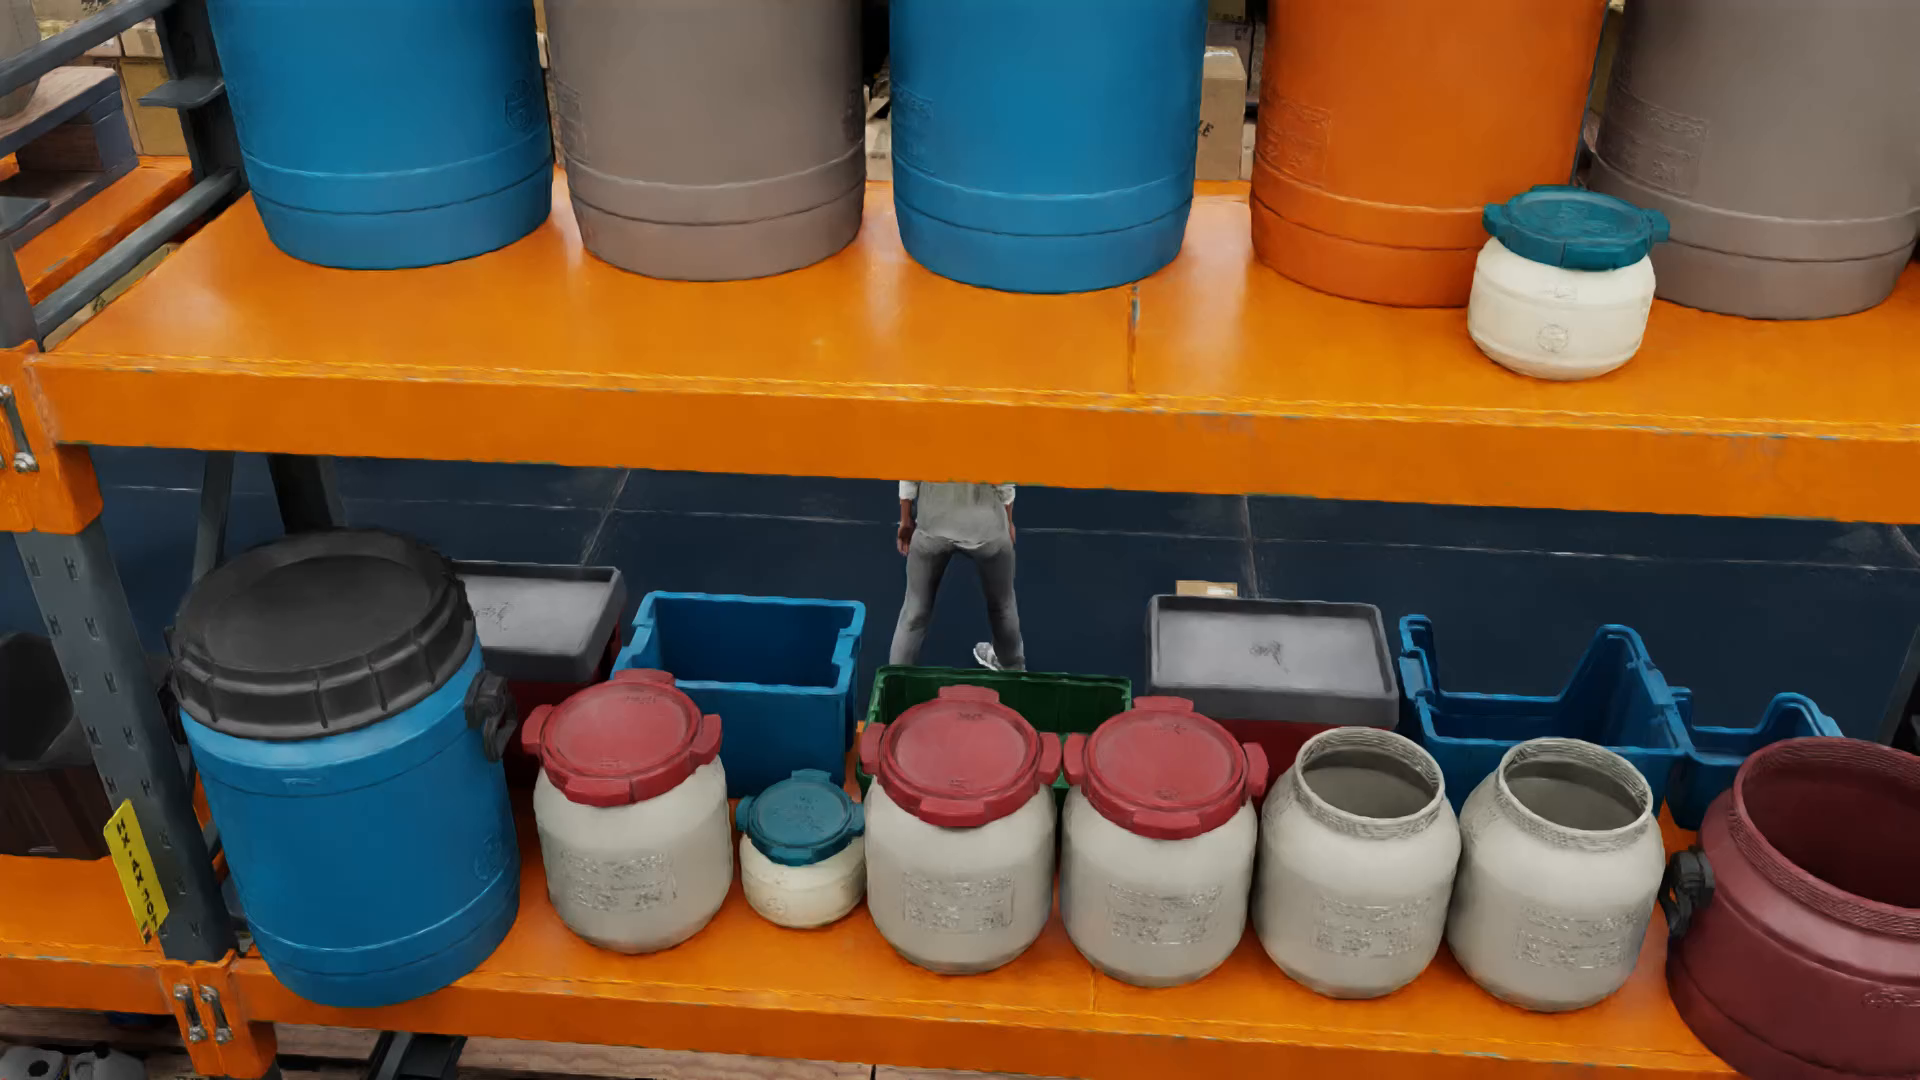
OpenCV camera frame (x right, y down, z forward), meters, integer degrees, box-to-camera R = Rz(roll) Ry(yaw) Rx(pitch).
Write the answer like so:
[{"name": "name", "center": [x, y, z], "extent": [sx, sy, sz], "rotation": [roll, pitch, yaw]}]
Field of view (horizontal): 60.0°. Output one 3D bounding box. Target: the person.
[{"name": "person", "center": [-0.016, -0.046, 6.228], "extent": [0.511, 1.587, 0.568], "rotation": [7, 33, 11]}]
